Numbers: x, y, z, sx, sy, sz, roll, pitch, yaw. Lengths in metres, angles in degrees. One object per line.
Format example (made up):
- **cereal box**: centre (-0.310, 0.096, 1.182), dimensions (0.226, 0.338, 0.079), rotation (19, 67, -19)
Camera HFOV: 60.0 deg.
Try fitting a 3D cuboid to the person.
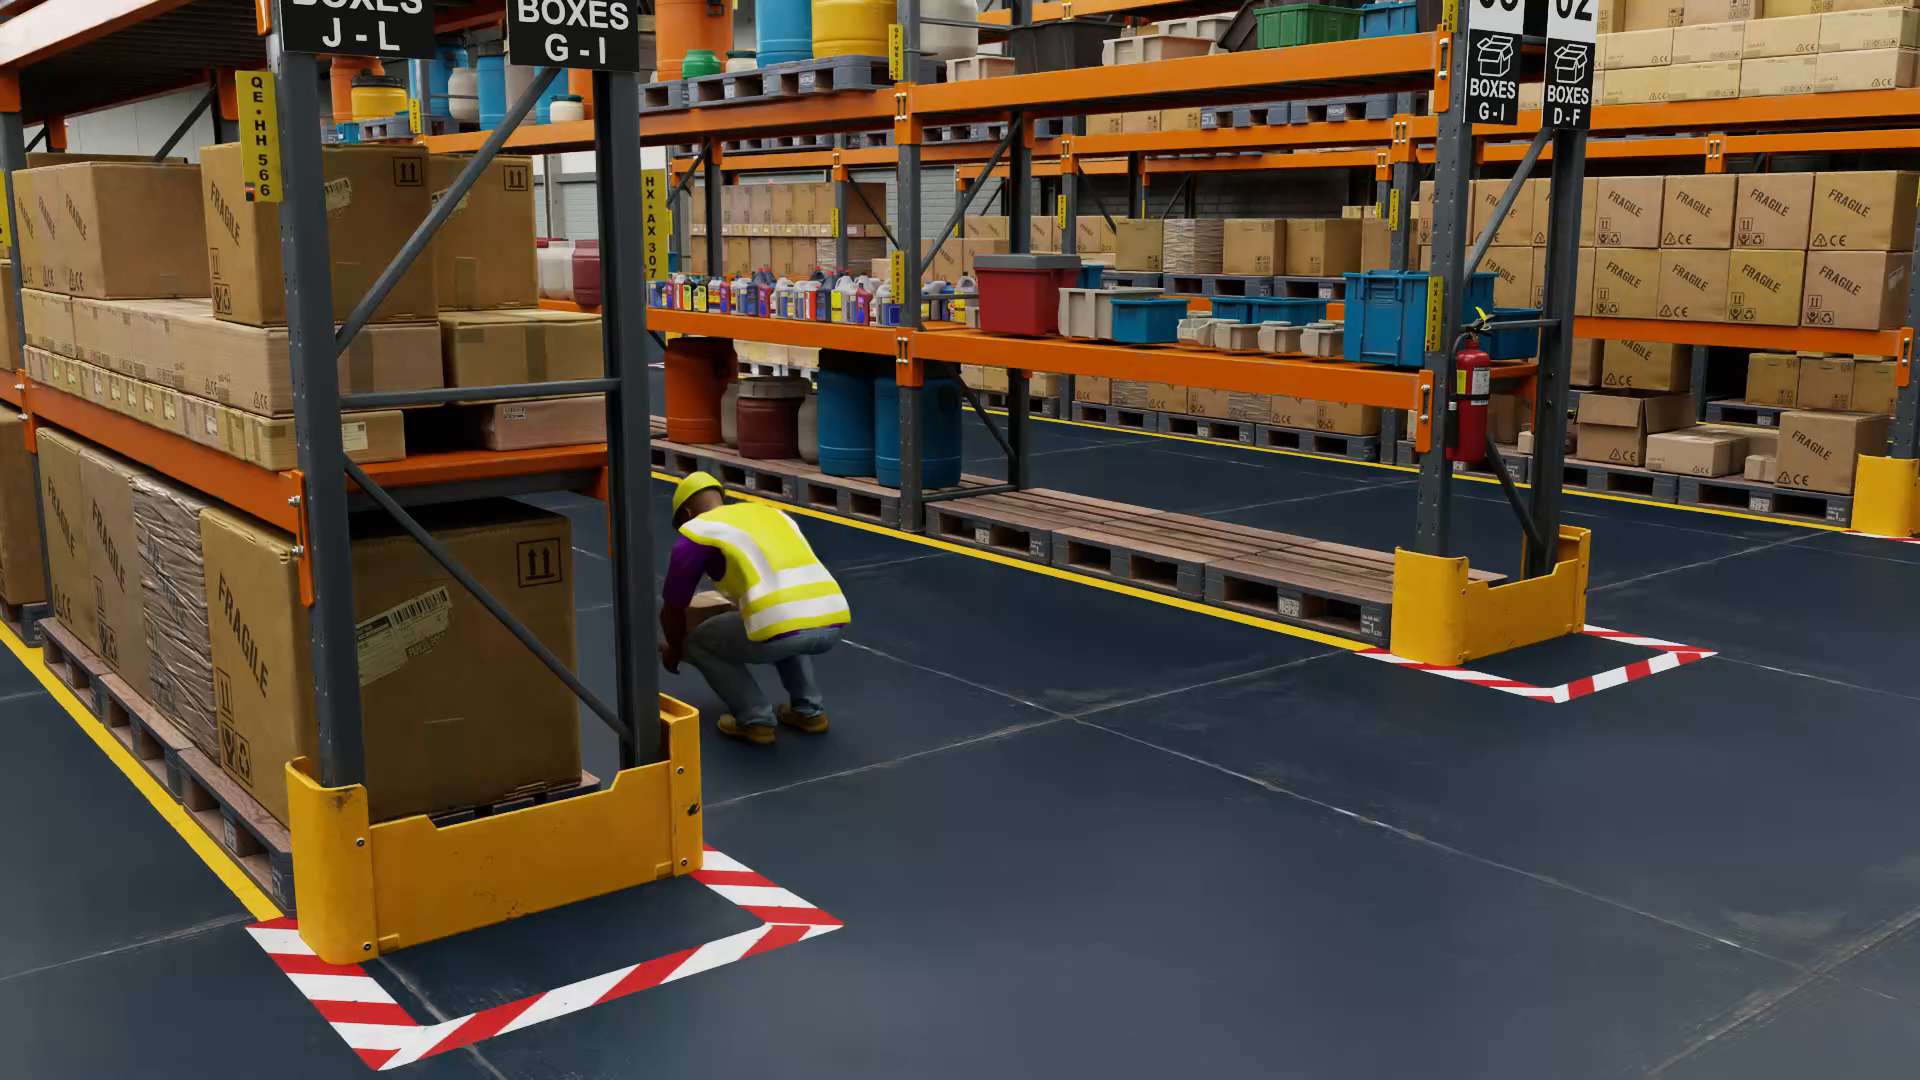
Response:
- **person**: centre (-0.849, 0.254, 6.593), dimensions (0.585, 1.000, 0.901), rotation (-9, 14, -38)
